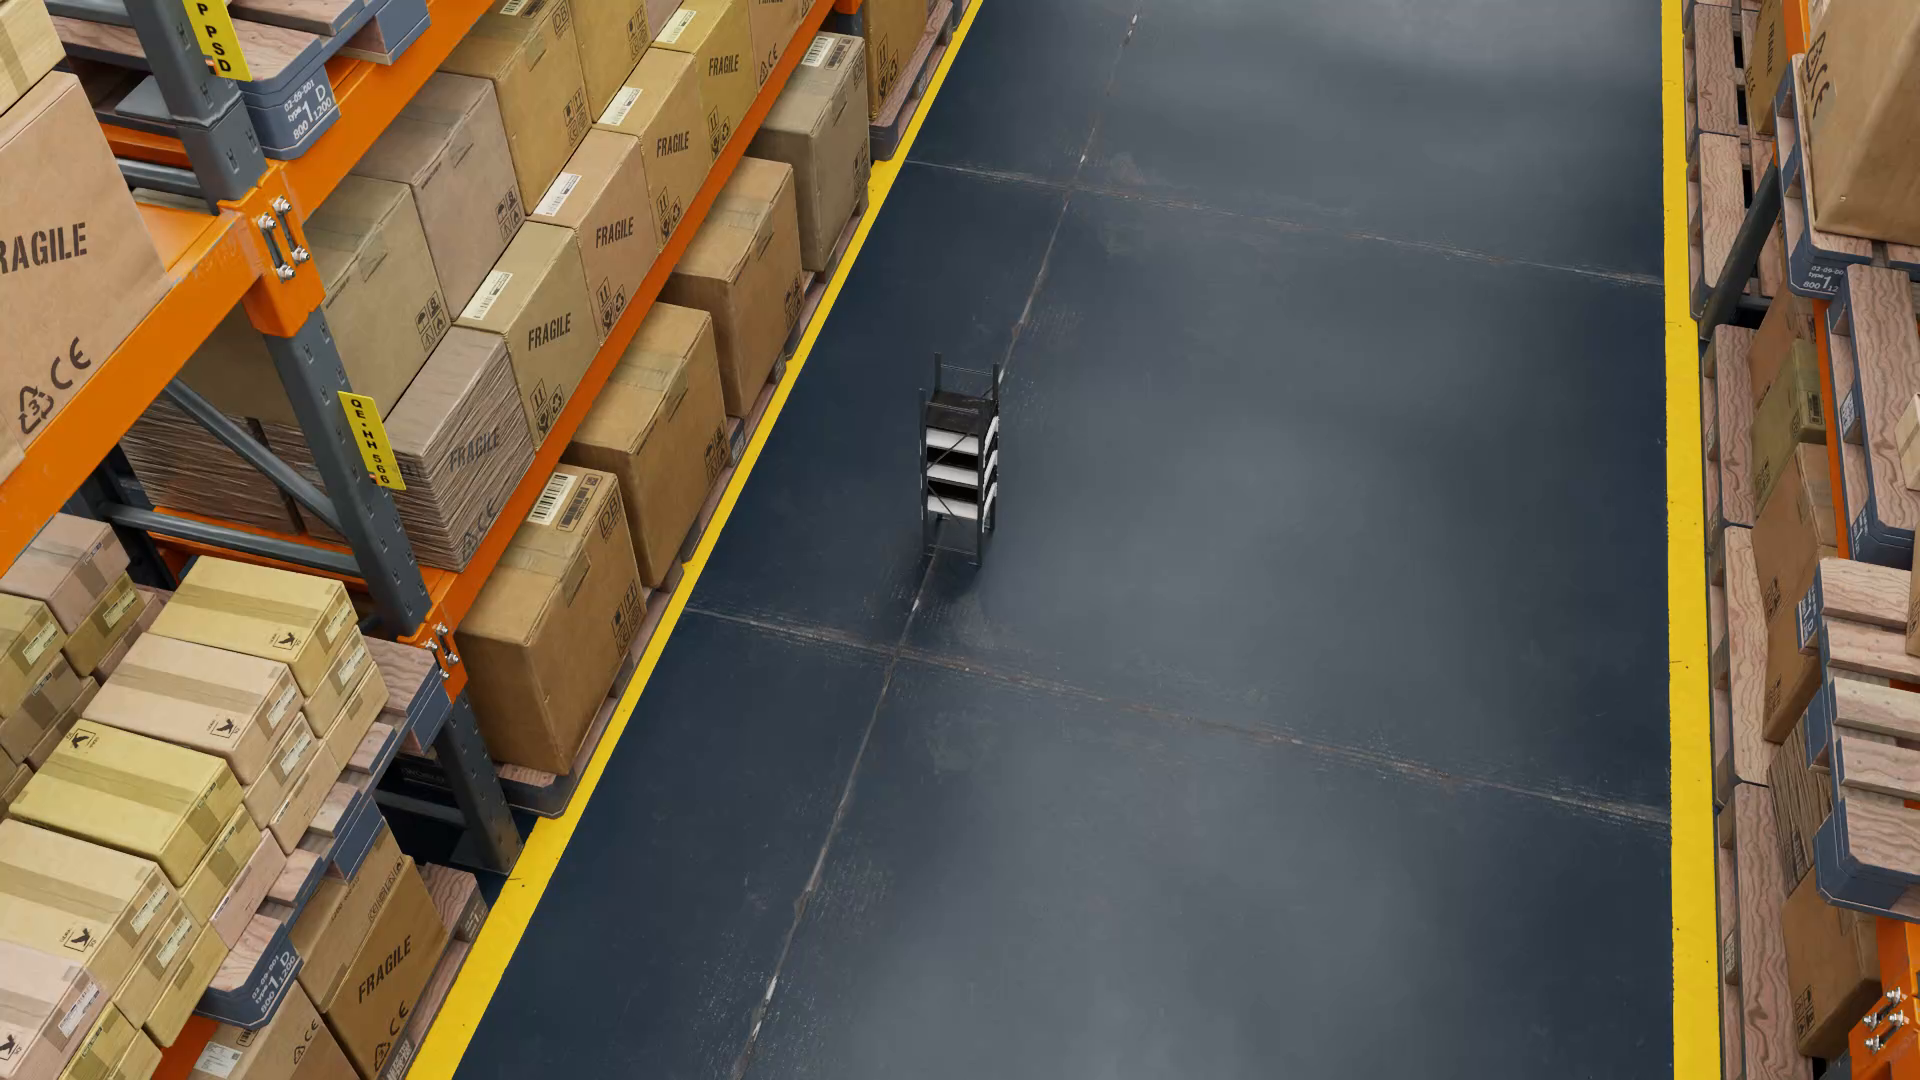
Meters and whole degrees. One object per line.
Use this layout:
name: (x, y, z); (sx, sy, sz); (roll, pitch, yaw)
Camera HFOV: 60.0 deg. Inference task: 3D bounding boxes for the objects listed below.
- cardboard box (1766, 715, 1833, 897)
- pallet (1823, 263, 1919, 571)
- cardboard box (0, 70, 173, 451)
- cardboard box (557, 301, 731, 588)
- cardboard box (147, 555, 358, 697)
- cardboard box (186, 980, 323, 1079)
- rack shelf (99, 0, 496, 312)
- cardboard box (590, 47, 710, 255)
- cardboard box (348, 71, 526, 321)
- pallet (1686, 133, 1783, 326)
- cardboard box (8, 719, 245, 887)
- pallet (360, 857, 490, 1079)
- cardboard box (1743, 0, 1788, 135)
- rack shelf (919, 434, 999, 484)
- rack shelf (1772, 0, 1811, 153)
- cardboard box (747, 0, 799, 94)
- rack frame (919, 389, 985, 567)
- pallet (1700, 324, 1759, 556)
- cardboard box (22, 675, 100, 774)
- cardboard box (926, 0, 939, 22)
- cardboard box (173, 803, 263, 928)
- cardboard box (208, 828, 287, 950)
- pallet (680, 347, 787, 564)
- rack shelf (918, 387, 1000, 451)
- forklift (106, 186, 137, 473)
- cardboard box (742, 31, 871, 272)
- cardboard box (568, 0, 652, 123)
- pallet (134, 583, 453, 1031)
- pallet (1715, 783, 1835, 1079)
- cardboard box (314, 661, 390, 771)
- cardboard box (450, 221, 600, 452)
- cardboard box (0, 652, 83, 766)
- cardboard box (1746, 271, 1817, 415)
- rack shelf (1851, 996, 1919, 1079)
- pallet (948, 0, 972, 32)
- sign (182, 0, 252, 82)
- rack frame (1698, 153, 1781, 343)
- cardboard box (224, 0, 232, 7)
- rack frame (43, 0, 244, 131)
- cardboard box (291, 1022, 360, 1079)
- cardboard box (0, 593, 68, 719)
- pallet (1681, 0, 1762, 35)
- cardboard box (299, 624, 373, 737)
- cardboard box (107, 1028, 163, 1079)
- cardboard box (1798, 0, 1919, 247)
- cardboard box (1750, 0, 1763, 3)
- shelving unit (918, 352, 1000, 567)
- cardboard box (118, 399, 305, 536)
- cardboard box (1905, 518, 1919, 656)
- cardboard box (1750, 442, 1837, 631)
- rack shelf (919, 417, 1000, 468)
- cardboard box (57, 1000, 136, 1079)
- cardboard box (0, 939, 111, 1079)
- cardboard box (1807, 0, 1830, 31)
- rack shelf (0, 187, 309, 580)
cardboard box: (3.049, 0.852, 5.290); (0.700, 0.500, 0.500); (8, 49, 7)
pallet: (3.240, -0.313, 5.073); (1.003, 0.211, 1.213); (12, 50, 10)
cardboard box: (-1.905, -0.551, 3.087); (0.500, 0.500, 0.500); (12, 50, 10)
cardboard box: (-1.526, -0.439, 6.276); (1.050, 0.750, 0.750); (12, 50, 11)
cardboard box: (-1.686, 0.204, 3.979); (0.380, 0.149, 0.250); (10, 49, 9)
cardboard box: (-2.049, 1.365, 4.350); (0.500, 0.250, 0.500); (12, 50, 11)
rack shelf: (-1.473, -2.190, 5.080); (1.077, 0.370, 4.000); (12, 50, 10)
cardboard box: (-1.224, -1.386, 5.825); (0.500, 0.500, 0.500); (11, 50, 10)
cardboard box: (-1.740, -1.041, 4.854); (0.700, 0.500, 0.500); (11, 49, 9)
pallet: (3.954, -1.400, 7.764); (1.003, 0.211, 1.213); (12, 50, 10)
cardboard box: (-1.824, 0.574, 3.652); (0.380, 0.149, 0.250); (13, 50, 11)
pallet: (-2.207, 1.499, 5.205); (1.003, 0.211, 1.213); (12, 50, 10)
cardboard box: (4.186, -2.304, 8.088); (0.500, 0.500, 0.500); (8, 49, 7)
rack shelf: (-0.002, -0.329, 6.284); (0.258, 0.077, 0.200); (12, 50, 10)
rack shelf: (4.338, -3.039, 7.830); (1.077, 0.370, 4.000); (12, 50, 10)
cardboard box: (-0.959, -2.119, 6.472); (0.500, 0.500, 0.500); (11, 50, 10)
rack frame: (-0.029, -0.218, 6.261); (0.240, 0.900, 0.006); (12, 50, 10)
pallet: (3.608, -0.344, 6.832); (1.003, 0.211, 1.213); (12, 50, 10)
cardboard box: (-2.383, 0.433, 4.173); (0.380, 0.149, 0.250); (14, 50, 12)
cardboard box: (-0.480, -3.412, 8.816); (0.875, 0.875, 0.875); (12, 50, 10)
cardboard box: (-1.826, 0.689, 3.750); (0.380, 0.149, 0.250); (13, 50, 11)
cardboard box: (-1.820, 0.768, 3.877); (0.380, 0.149, 0.250); (12, 50, 11)
pallet: (-1.396, -0.501, 6.970); (1.003, 0.211, 1.213); (12, 50, 10)
rack shelf: (-0.002, -0.449, 6.149); (0.258, 0.077, 0.200); (12, 50, 10)
forklift: (-2.796, -2.251, 6.701); (1.130, 2.935, 3.031); (12, 50, 10)
cardboard box: (-1.024, -1.810, 7.486); (1.050, 0.750, 0.750); (11, 50, 10)
cardboard box: (-1.473, -1.783, 5.508); (0.700, 0.500, 0.500); (11, 50, 10)
pallet: (-2.085, 0.611, 4.257); (1.213, 0.211, 1.003); (12, 50, 10)
pallet: (2.966, 1.421, 5.274); (1.003, 0.211, 1.213); (12, 50, 10)
cardboard box: (-1.686, 0.403, 4.200); (0.380, 0.149, 0.250); (12, 50, 11)
cardboard box: (-1.490, -0.662, 5.185); (0.500, 0.500, 0.500); (11, 50, 10)
cardboard box: (-2.390, 0.364, 4.036); (0.380, 0.149, 0.250); (14, 50, 12)
cardboard box: (3.629, -0.709, 6.667); (0.700, 0.500, 0.500); (8, 49, 7)
rack shelf: (2.232, 2.748, 2.723); (1.077, 0.370, 4.000); (12, 50, 10)
pallet: (-0.352, -3.379, 9.510); (1.003, 0.211, 1.213); (12, 50, 10)
sign: (-1.477, -1.044, 3.244); (0.100, 0.325, 0.005); (12, 50, 10)
rack frame: (3.812, -1.830, 6.283); (1.000, 3.000, 0.127); (12, 50, 10)
cardboard box: (-1.758, -1.280, 3.618); (0.380, 0.149, 0.250); (10, 49, 9)
rack frame: (-2.000, -1.974, 2.409); (1.000, 3.000, 0.127); (12, 50, 10)
cardboard box: (-2.061, 1.602, 4.641); (0.500, 0.500, 0.500); (13, 50, 12)
cardboard box: (-2.376, 0.250, 3.939); (0.380, 0.149, 0.250); (10, 49, 9)
pallet: (4.596, -3.165, 9.321); (1.003, 0.211, 1.213); (12, 50, 10)
cardboard box: (-1.690, 0.304, 4.089); (0.380, 0.149, 0.250); (12, 50, 11)
cardboard box: (-1.959, 1.143, 3.547); (0.380, 0.149, 0.250); (10, 49, 8)
cardboard box: (3.467, -1.620, 5.418); (1.000, 1.000, 1.000); (12, 50, 10)
cardboard box: (4.560, -3.148, 8.833); (0.500, 0.500, 0.500); (24, 53, 20)
shelving unit: (-0.002, -0.292, 6.326); (0.258, 0.900, 0.210); (12, 50, 10)
cardboard box: (-2.140, -0.401, 4.955); (0.500, 0.500, 0.500); (12, 50, 10)
cardboard box: (2.913, 0.069, 4.260); (0.700, 0.500, 0.500); (18, 51, 16)
cardboard box: (3.339, 0.037, 6.009); (0.700, 0.500, 0.500); (8, 49, 7)
rack shelf: (-0.002, -0.389, 6.216); (0.258, 0.077, 0.200); (12, 50, 10)
cardboard box: (-1.960, 1.049, 3.431); (0.380, 0.149, 0.250); (11, 50, 10)
cardboard box: (-1.959, 0.941, 3.328); (0.380, 0.149, 0.250); (12, 50, 10)
cardboard box: (3.660, -2.139, 6.724); (0.380, 0.149, 0.250); (12, 50, 10)
rack shelf: (-2.526, 0.703, 2.526); (1.077, 0.370, 4.000); (12, 50, 10)
